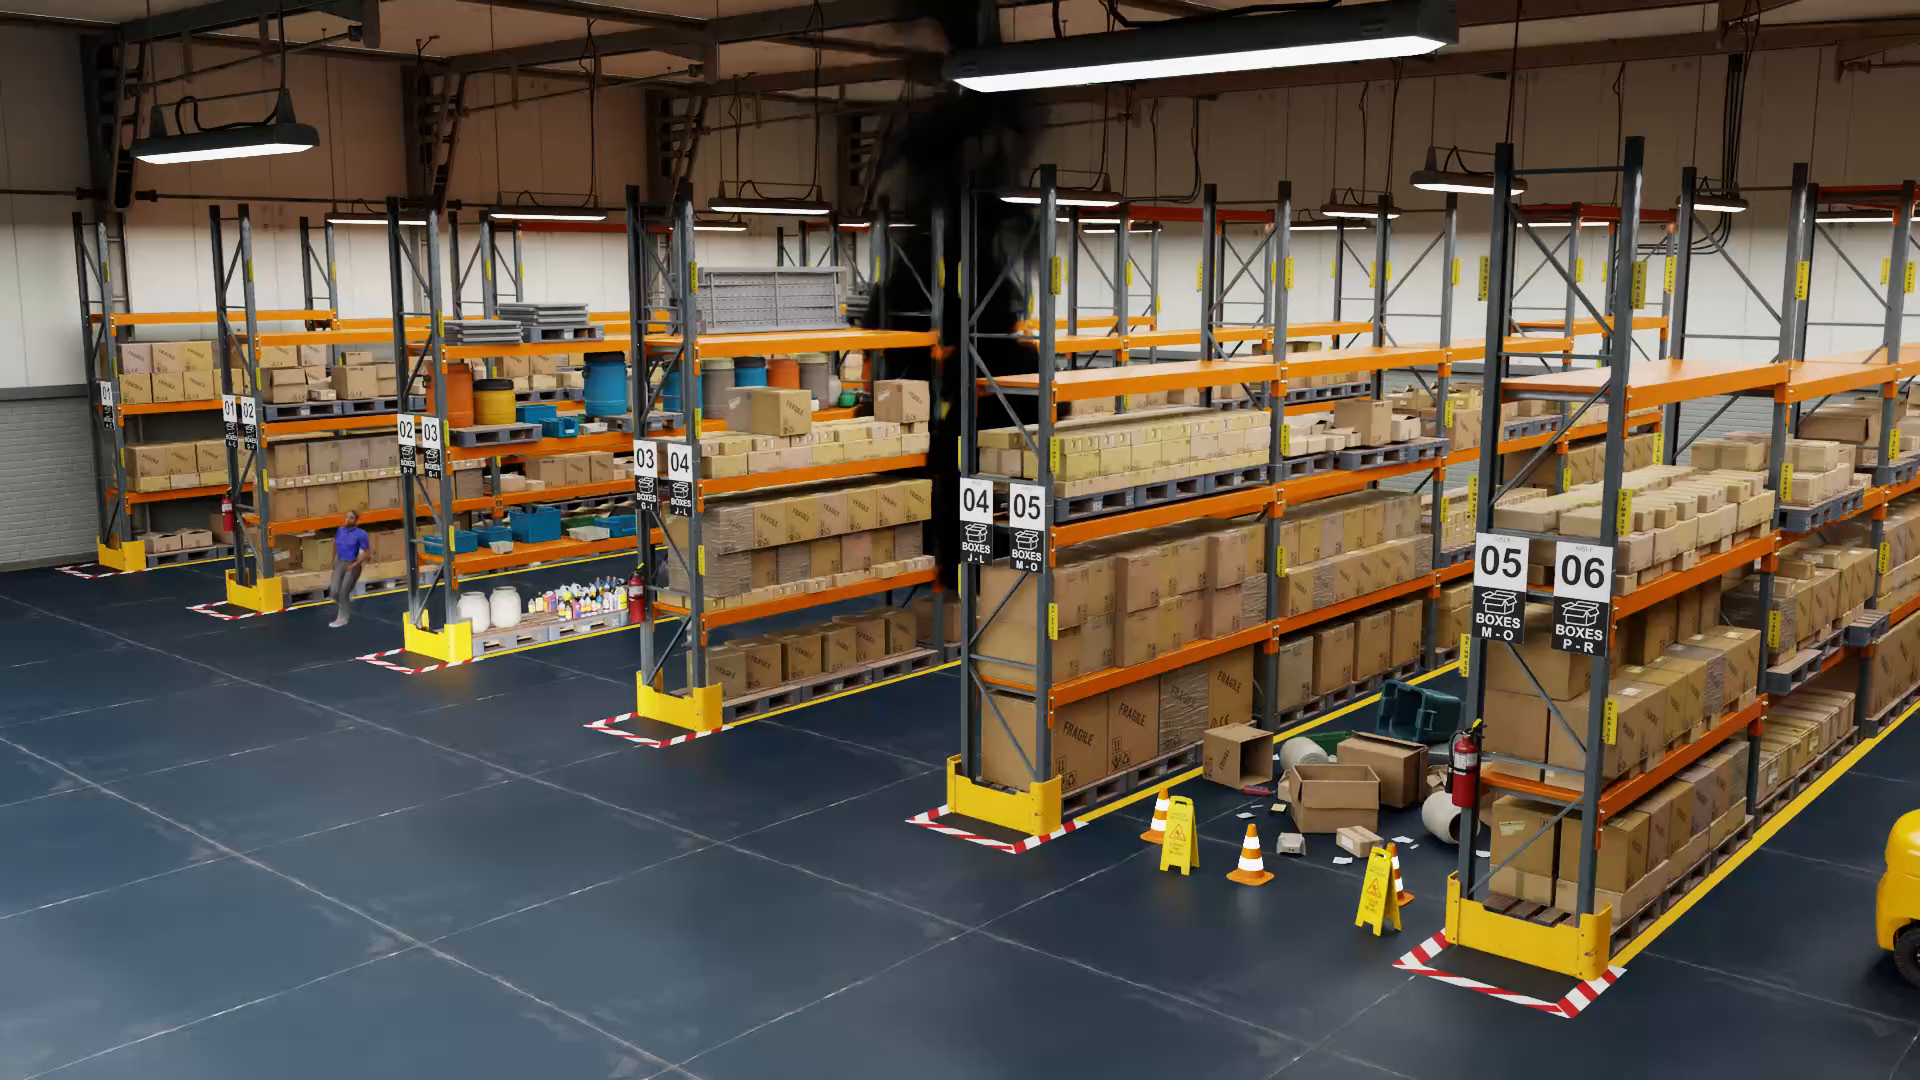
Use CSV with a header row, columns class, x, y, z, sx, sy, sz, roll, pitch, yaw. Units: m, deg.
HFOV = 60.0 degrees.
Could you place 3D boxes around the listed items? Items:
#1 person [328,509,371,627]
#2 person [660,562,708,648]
class,x,y,z,sx,sy,sz,roll,pitch,yaw
person,-8.260,0.385,22.402,0.613,1.590,0.479,2,10,10
person,-3.474,0.518,21.109,0.649,1.758,0.565,5,11,29
